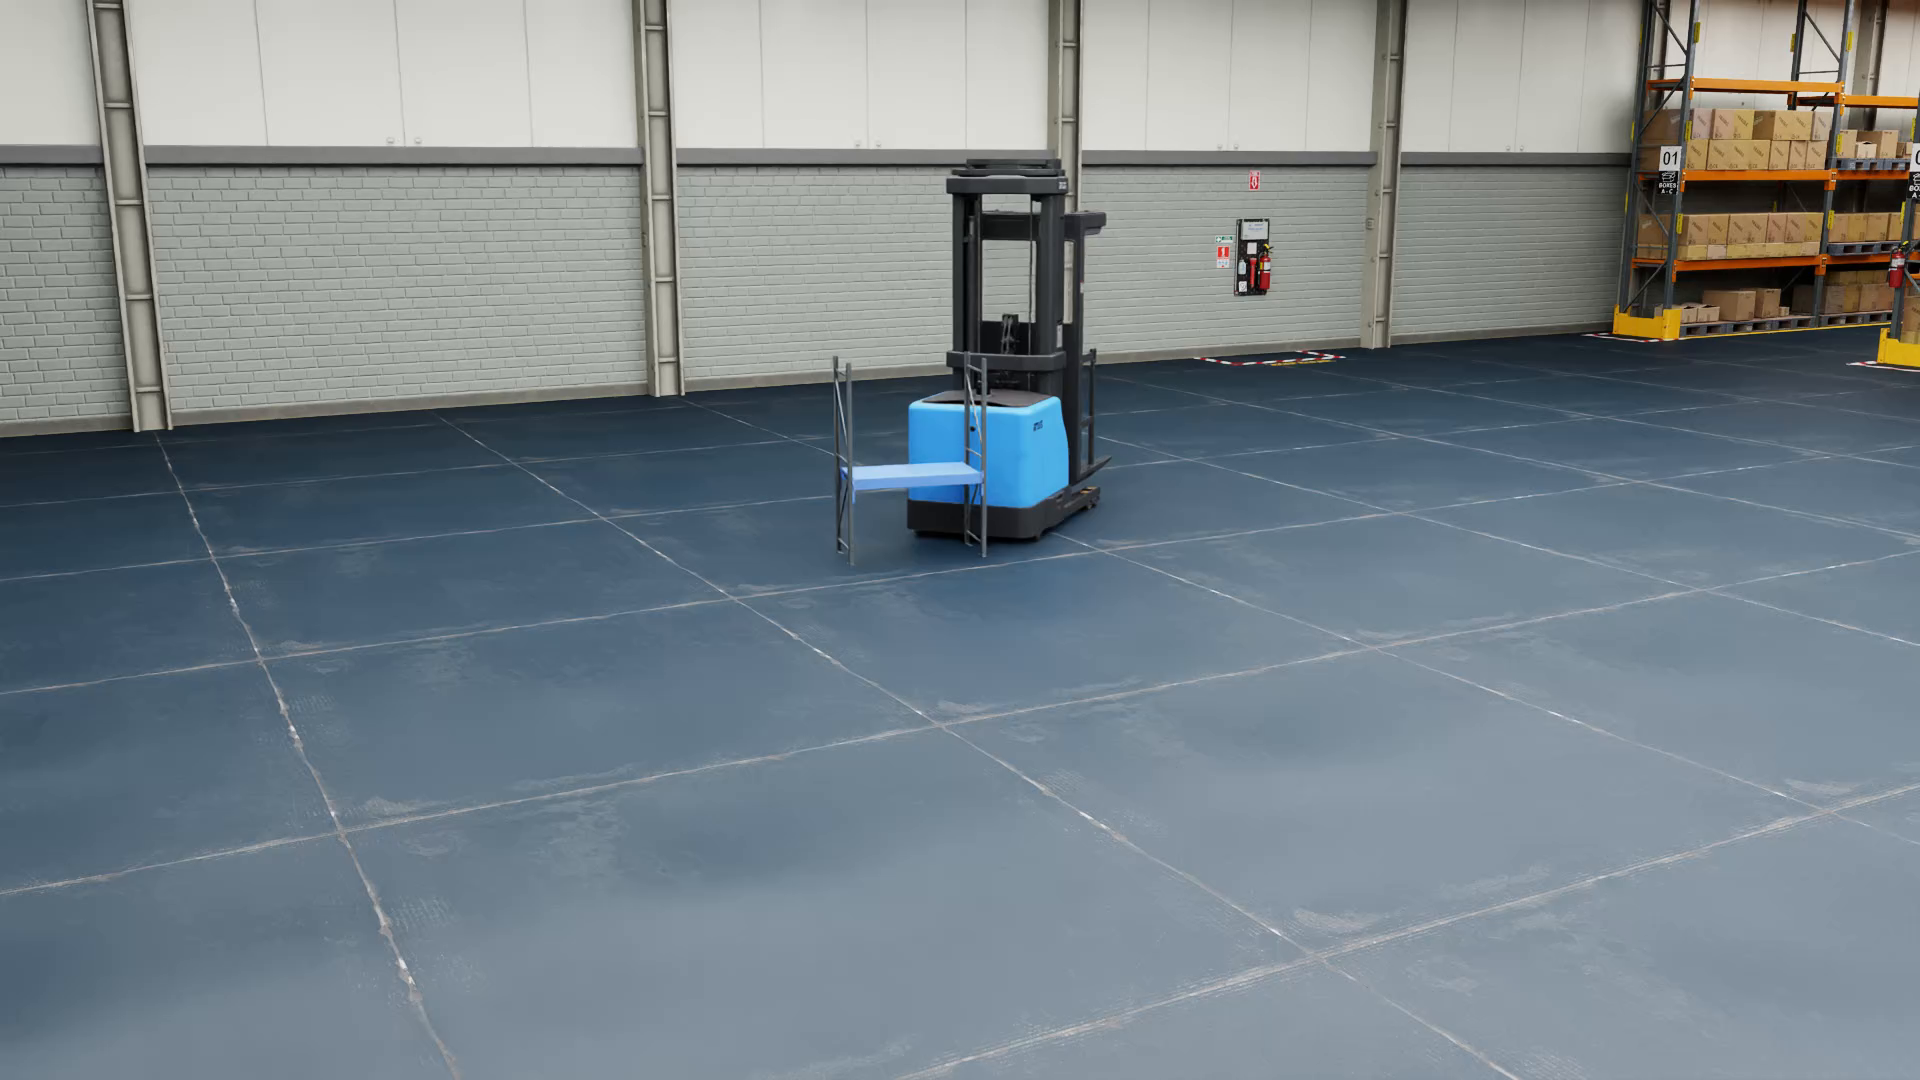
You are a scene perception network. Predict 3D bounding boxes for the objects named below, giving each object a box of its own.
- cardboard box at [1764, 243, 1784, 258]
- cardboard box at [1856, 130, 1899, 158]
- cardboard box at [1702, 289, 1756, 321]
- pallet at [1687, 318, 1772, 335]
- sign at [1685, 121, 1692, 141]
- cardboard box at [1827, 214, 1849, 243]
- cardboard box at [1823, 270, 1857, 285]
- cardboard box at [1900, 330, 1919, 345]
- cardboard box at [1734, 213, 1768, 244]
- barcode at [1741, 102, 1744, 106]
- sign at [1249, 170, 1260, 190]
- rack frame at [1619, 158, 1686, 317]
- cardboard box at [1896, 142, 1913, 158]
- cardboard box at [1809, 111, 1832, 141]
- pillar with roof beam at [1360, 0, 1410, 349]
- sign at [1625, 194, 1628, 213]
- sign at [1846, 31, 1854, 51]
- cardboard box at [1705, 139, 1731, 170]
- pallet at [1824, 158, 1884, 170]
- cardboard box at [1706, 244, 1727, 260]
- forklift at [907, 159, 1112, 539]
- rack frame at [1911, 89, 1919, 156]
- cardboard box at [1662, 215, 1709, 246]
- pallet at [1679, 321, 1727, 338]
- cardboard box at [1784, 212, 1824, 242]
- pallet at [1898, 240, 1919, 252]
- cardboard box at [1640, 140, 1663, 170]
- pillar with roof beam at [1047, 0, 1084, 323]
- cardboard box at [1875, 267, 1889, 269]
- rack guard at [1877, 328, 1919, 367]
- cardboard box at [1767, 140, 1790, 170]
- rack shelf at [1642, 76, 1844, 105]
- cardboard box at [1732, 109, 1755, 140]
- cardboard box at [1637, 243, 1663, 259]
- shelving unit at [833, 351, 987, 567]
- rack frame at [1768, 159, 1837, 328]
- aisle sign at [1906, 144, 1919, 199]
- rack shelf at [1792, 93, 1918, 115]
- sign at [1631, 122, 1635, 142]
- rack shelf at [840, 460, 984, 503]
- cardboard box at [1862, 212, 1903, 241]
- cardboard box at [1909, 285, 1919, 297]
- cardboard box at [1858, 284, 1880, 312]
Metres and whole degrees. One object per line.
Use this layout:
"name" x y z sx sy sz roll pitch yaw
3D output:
"cardboard box" 14.178 -5.136 29.397 0.500 0.250 0.500 -7 14 -28
"cardboard box" 16.925 -7.304 30.715 0.500 0.500 0.500 -7 15 -30
"cardboard box" 13.632 -4.172 29.507 0.500 0.500 0.700 -8 15 -31
"pallet" 13.680 -3.848 29.726 1.213 0.211 1.003 -7 14 -28
"sign" 12.074 -6.779 27.578 0.005 0.325 0.100 -7 14 -28
"cardboard box" 15.787 -5.725 30.487 0.500 0.500 0.700 -7 14 -28
"cardboard box" 16.347 -4.903 31.049 0.500 0.250 0.500 -7 15 -29
"cardboard box" 14.519 -3.017 24.987 0.500 0.250 0.500 -7 14 -28
"cardboard box" 13.719 -5.449 29.076 0.500 0.500 0.500 -6 14 -26
"barcode" 13.898 -7.742 29.518 0.075 0.075 0.001 -7 14 -28
"sign" 4.505 -5.500 25.436 0.199 0.298 0.001 -7 14 -28
"rack frame" 11.813 -4.994 28.468 0.127 3.000 1.000 -7 14 -28
"cardboard box" 17.653 -7.241 31.338 0.637 0.503 0.797 -5 14 -20
"cardboard box" 15.015 -7.320 29.419 0.500 0.500 0.500 -8 15 -33
"pillar with roof beam" 8.810 -6.700 22.386 0.400 9.000 9.100 -7 14 -28
"sign" 11.565 -5.822 28.791 0.005 0.325 0.100 -7 14 -28
"sign" 15.568 -8.729 29.095 0.005 0.325 0.100 -7 14 -28
"cardboard box" 12.715 -6.553 28.288 0.500 0.500 0.500 -6 14 -24
"pallet" 15.917 -6.831 30.227 1.003 0.211 1.213 -7 14 -28
"cardboard box" 12.843 -4.978 28.694 0.500 0.250 0.500 -7 15 -30
"forklift" 0.577 -1.716 14.057 1.130 2.935 3.031 5 14 20
"rack frame" 14.190 -6.967 23.569 0.127 3.000 1.000 -7 14 -28
"cardboard box" 12.376 -5.289 28.366 0.500 0.500 0.500 -7 14 -28
"pallet" 12.610 -3.720 29.159 1.213 0.211 1.003 -7 14 -28
"cardboard box" 15.058 -5.608 29.784 0.500 0.500 0.500 -7 14 -28
"pallet" 18.261 -5.647 31.804 1.003 0.211 1.213 -7 14 -28
"cardboard box" 12.058 -6.609 28.538 0.500 0.500 0.500 -6 14 -24
"pillar with roof beam" 3.543 -6.069 19.581 0.400 9.000 9.100 -7 14 -28
"cardboard box" 17.698 -5.063 31.758 0.500 0.250 0.500 -7 14 -27
"rack guard" 14.169 -2.818 24.491 0.348 0.500 1.175 -7 14 -28
"cardboard box" 14.081 -6.720 29.031 0.500 0.500 0.500 -7 15 -30
"rack shelf" 13.569 -7.779 28.824 4.000 0.370 1.077 -7 14 -28
"cardboard box" 13.177 -7.097 28.428 0.500 0.500 0.500 -6 14 -26
"cardboard box" 12.131 -5.017 28.867 0.500 0.250 0.500 -7 14 -27
"shelving unit" -0.374 -0.620 12.447 1.048 1.500 0.538 -4 13 -15
"rack frame" 15.324 -5.415 30.338 0.127 3.000 1.000 -7 14 -28
"aisle sign" 13.992 -5.358 24.163 0.004 0.787 0.394 -7 14 -28
"rack shelf" 17.080 -8.006 30.737 4.000 0.370 1.077 -7 14 -28
"sign" 11.565 -6.998 28.526 0.005 0.325 0.100 -7 14 -28
"rack shelf" -0.374 -0.444 12.487 1.000 0.185 0.538 -4 13 -15
"cardboard box" 17.345 -5.912 31.319 0.500 0.500 0.700 -7 14 -28
"cardboard box" 18.228 -4.745 32.053 0.500 0.500 0.700 -7 14 -27
"cardboard box" 16.859 -4.601 31.411 0.500 0.500 0.700 -7 14 -27
